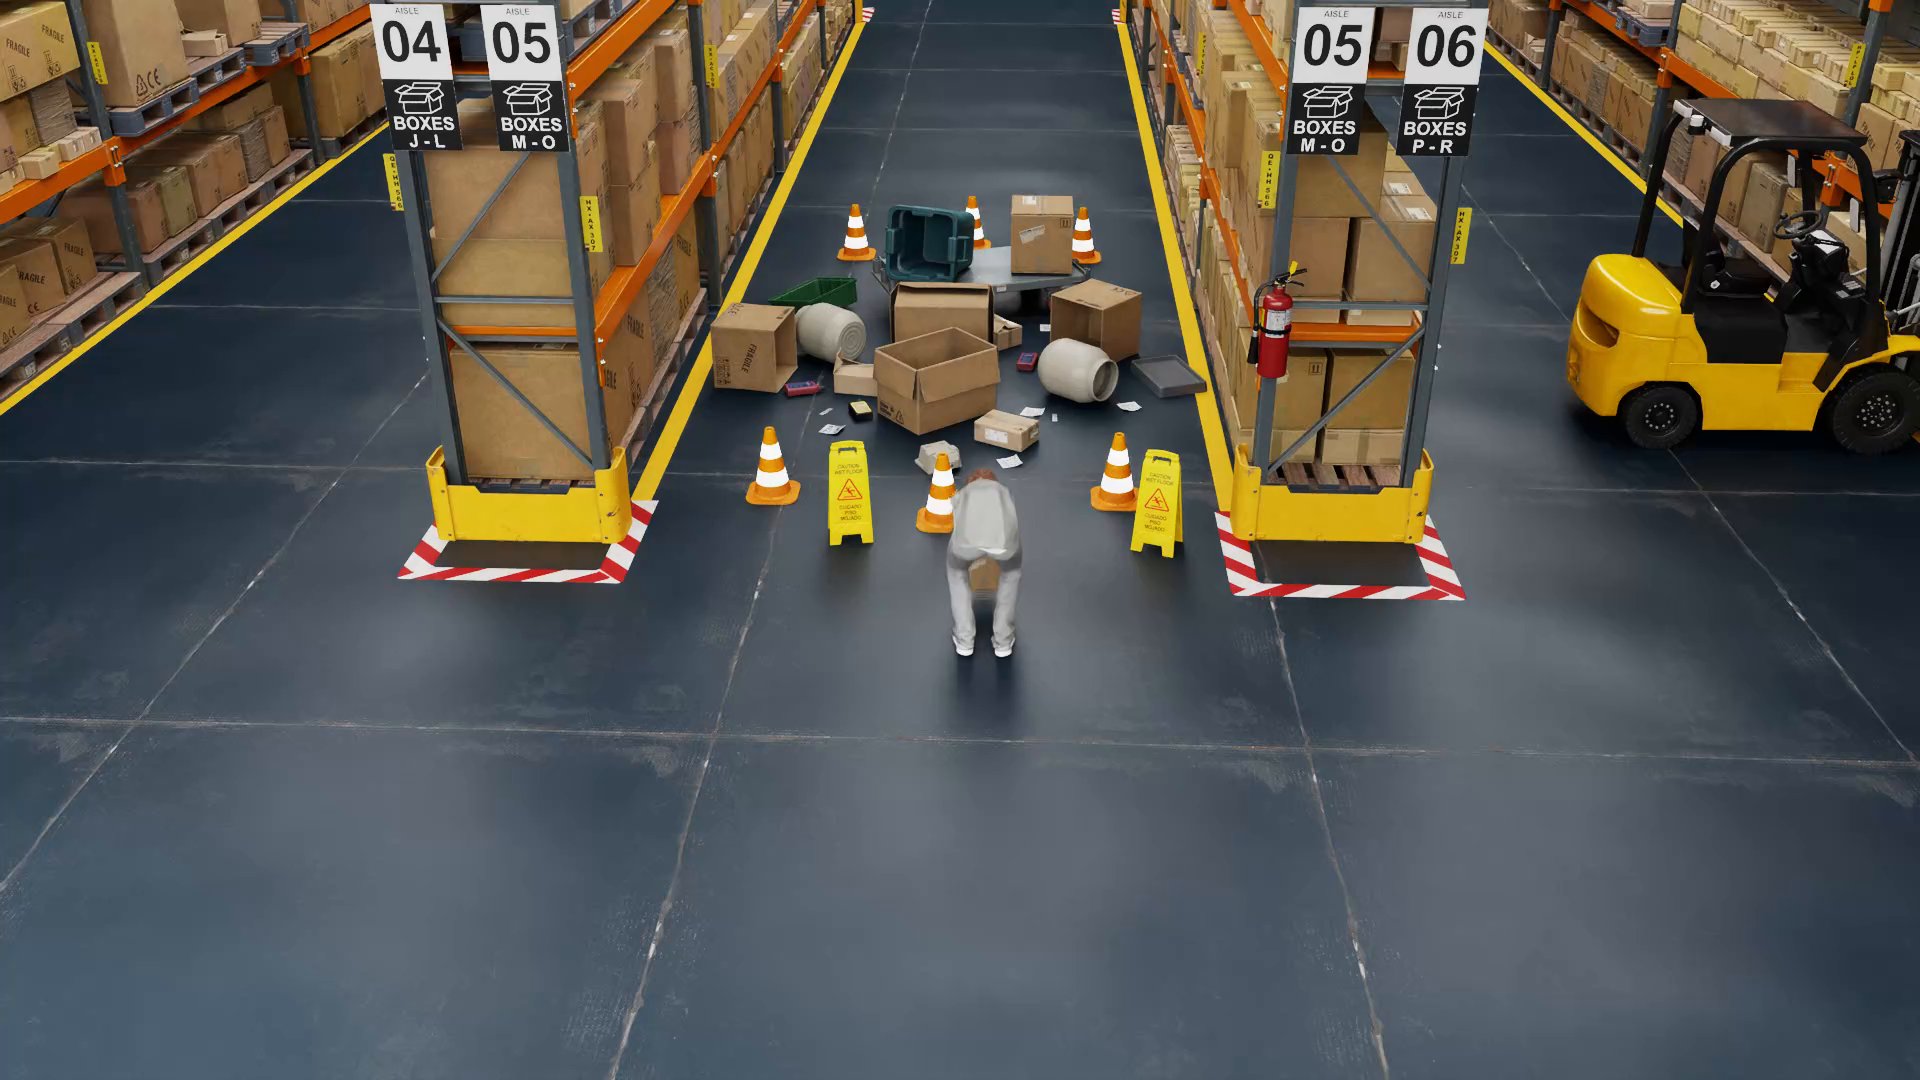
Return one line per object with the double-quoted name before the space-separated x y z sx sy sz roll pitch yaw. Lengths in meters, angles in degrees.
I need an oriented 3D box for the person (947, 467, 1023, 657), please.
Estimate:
"person" 0.131 0.086 9.147 0.409 0.959 0.868 0 28 0
